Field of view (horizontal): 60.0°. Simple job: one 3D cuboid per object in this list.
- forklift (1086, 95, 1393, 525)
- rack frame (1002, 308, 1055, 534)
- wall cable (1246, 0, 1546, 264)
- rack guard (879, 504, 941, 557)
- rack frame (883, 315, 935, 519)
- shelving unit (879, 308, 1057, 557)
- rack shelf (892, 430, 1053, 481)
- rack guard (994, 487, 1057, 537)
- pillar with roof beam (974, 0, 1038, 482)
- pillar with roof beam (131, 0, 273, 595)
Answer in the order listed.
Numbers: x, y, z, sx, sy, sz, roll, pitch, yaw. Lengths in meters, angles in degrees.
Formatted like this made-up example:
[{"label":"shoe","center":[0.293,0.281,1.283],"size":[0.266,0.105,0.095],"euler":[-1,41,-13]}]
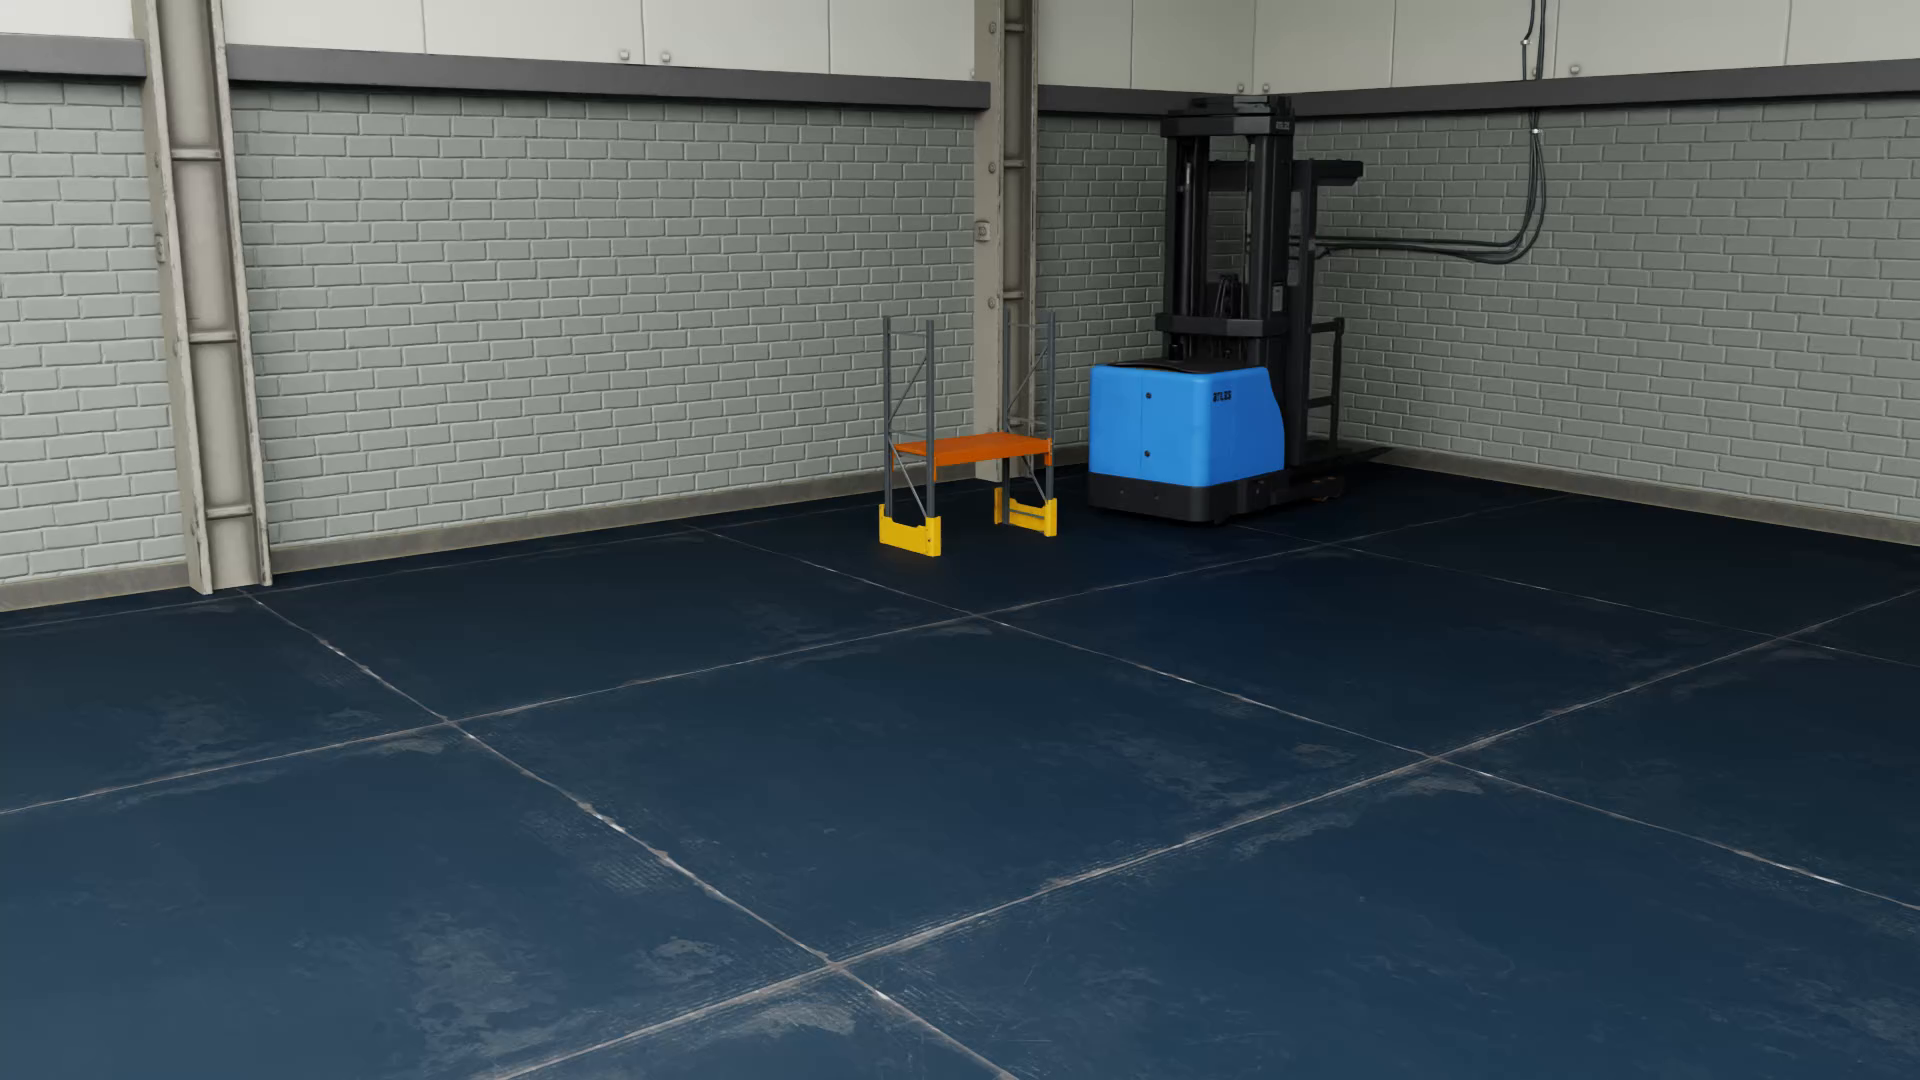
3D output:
[{"label":"forklift","center":[2.274,-1.782,12.465],"size":[1.130,2.935,3.031],"euler":[11,16,41]},{"label":"rack frame","center":[0.464,-0.811,11.336],"size":[0.032,1.500,0.500],"euler":[-9,15,-38]},{"label":"wall cable","center":[3.483,-3.563,13.718],"size":[0.112,2.526,3.097],"euler":[-9,15,-38]},{"label":"rack guard","center":[-0.329,-0.068,10.845],"size":[0.087,0.250,0.587],"euler":[-9,15,-38]},{"label":"rack frame","center":[-0.330,-0.679,10.714],"size":[0.032,1.500,0.500],"euler":[-9,15,-38]},{"label":"shelving unit","center":[0.060,-0.744,11.020],"size":[1.083,1.500,0.587],"euler":[-9,15,-38]},{"label":"rack shelf","center":[0.067,-0.569,11.062],"size":[1.000,0.185,0.538],"euler":[-9,15,-38]},{"label":"rack guard","center":[0.448,-0.197,11.454],"size":[0.087,0.250,0.587],"euler":[-9,15,-38]},{"label":"pillar with roof beam","center":[3.046,-4.216,9.317],"size":[0.400,9.000,9.100],"euler":[-9,15,-38]},{"label":"pillar with roof beam","center":[-1.639,-3.437,5.651],"size":[0.400,9.000,9.100],"euler":[-9,15,-38]}]
